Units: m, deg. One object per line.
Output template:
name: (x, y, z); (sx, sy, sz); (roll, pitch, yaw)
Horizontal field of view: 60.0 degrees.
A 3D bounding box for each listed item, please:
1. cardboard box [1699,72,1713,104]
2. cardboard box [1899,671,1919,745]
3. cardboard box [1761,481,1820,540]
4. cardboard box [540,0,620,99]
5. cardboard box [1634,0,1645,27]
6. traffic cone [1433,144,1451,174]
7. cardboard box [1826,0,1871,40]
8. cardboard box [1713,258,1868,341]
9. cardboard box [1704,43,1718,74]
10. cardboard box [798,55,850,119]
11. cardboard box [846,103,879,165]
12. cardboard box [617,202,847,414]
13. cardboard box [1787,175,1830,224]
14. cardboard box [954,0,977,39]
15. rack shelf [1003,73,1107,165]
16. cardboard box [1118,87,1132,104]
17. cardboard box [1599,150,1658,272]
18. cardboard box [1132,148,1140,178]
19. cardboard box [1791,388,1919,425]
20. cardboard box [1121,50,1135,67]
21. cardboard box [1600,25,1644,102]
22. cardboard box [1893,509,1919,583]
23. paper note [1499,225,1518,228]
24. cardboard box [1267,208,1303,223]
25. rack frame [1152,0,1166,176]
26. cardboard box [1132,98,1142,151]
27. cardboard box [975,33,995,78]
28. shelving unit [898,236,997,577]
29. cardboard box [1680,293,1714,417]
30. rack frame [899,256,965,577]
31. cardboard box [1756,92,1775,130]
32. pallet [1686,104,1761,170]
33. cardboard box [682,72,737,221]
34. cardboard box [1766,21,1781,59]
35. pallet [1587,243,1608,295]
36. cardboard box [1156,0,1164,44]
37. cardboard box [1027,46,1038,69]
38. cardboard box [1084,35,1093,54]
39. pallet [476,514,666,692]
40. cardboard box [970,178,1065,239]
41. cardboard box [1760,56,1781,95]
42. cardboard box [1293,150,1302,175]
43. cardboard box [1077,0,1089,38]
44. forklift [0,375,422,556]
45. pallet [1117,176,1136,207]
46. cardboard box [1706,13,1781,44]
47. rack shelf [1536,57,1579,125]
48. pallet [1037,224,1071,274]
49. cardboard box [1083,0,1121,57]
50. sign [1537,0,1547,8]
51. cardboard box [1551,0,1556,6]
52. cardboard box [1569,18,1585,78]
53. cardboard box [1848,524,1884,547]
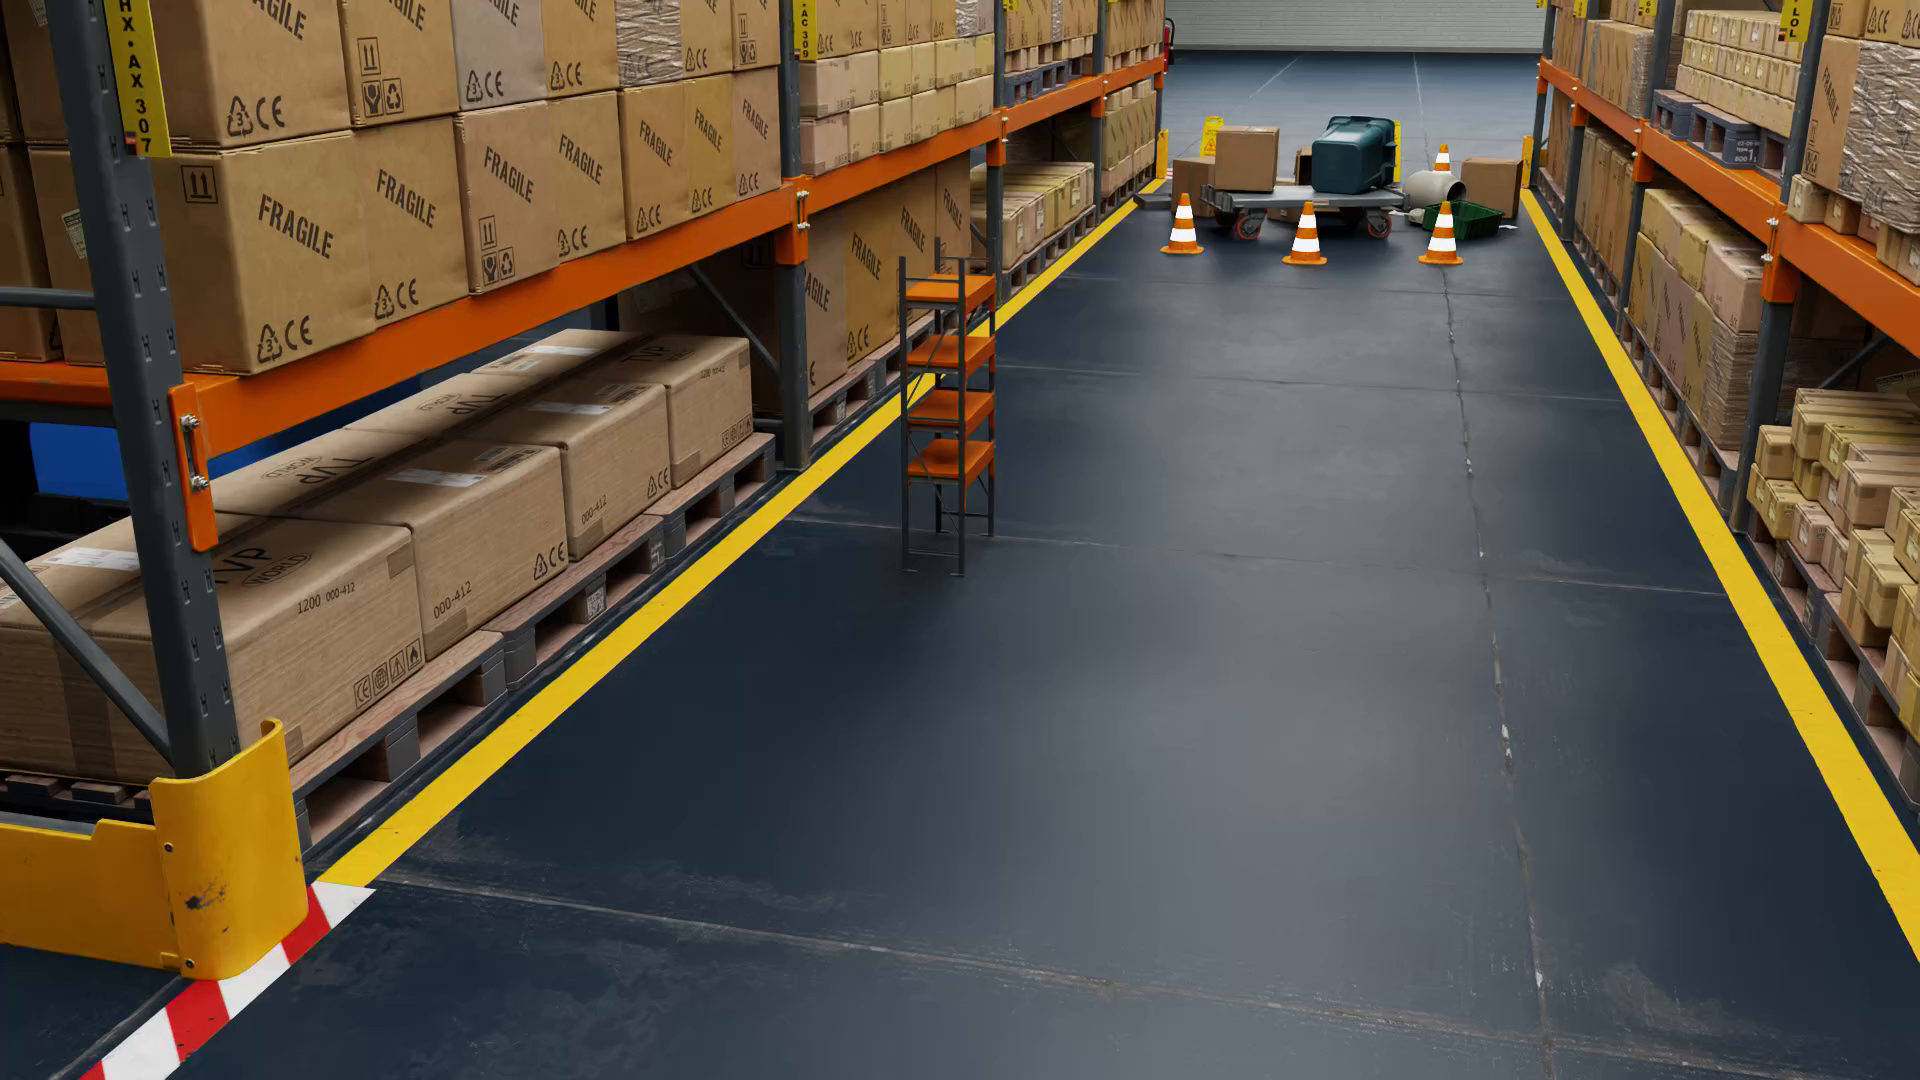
cardboard box: (4.113, -2.374, 8.736); (0.380, 0.149, 0.250); (6, 20, 16)
cardboard box: (2.747, 0.477, 4.412); (0.380, 0.149, 0.250); (4, 19, 11)
cardboard box: (3.170, -0.096, 6.088); (0.380, 0.149, 0.250); (5, 20, 15)
cardboard box: (-1.414, -1.653, 5.185); (0.500, 0.500, 0.500); (5, 19, 14)
cardboard box: (5.103, -3.812, 11.506); (0.700, 0.500, 0.500); (4, 19, 13)
traffic cone: (5.061, -3.924, 17.461); (0.336, 0.463, 0.334); (5, 19, 13)
cardboard box: (3.289, -1.957, 5.615); (0.500, 0.500, 0.500); (5, 20, 15)
cardboard box: (3.573, -1.042, 7.156); (0.500, 0.250, 0.500); (4, 19, 12)
cardboard box: (4.113, -2.509, 8.670); (0.380, 0.149, 0.250); (5, 19, 14)
cardboard box: (-0.808, -2.059, 7.533); (0.500, 0.250, 0.500); (4, 19, 12)
cardboard box: (-0.700, -1.986, 8.093); (0.500, 0.250, 0.500); (4, 19, 12)
cardboard box: (-1.115, -1.171, 8.113); (0.875, 0.875, 0.875); (5, 20, 15)
cardboard box: (3.249, -1.236, 6.055); (0.380, 0.149, 0.250); (5, 20, 15)
cardboard box: (-0.201, -3.207, 9.736); (0.500, 0.500, 0.500); (5, 19, 14)
rack shelf: (0.277, -3.318, 12.873); (1.077, 0.370, 4.000); (5, 19, 13)
cardboard box: (1.447, -4.288, 16.042); (0.380, 0.149, 0.250); (6, 20, 17)
cardboard box: (5.060, -2.264, 11.506); (1.050, 0.750, 0.750); (5, 19, 14)
cardboard box: (1.550, -3.835, 16.880); (0.500, 0.250, 0.500); (4, 19, 11)
cardboard box: (3.351, -0.458, 6.227); (0.380, 0.149, 0.250); (5, 20, 16)
cardboard box: (1.476, -4.640, 16.019); (0.380, 0.149, 0.250); (5, 19, 14)
cardboard box: (4.830, -3.355, 11.716); (0.500, 0.500, 0.500); (5, 19, 14)
cardboard box: (2.944, 0.030, 4.799); (0.380, 0.149, 0.250); (5, 19, 14)
paper note: (4.877, -2.803, 14.846); (0.147, 0.020, 0.142); (-9, 21, -24)
cardboard box: (3.046, -3.077, 15.285); (0.258, 0.266, 0.396); (-9, 21, -24)
rack frame: (1.743, -5.539, 18.262); (1.000, 3.000, 0.127); (5, 19, 13)
cardboard box: (1.546, -4.198, 16.781); (0.500, 0.500, 0.500); (4, 19, 12)
cardboard box: (-0.083, -3.025, 10.361); (0.500, 0.250, 0.500); (5, 19, 13)
shelving unit: (-0.040, -0.516, 6.342); (0.258, 1.200, 0.503); (5, 19, 13)
cardboard box: (3.698, -0.847, 7.743); (0.500, 0.500, 0.500); (4, 19, 12)
rack frame: (-0.100, -0.439, 6.118); (0.240, 1.200, 0.015); (5, 19, 13)
cardboard box: (3.728, -1.876, 7.278); (0.380, 0.149, 0.250); (4, 19, 11)
pallet: (4.169, -1.957, 8.074); (1.003, 0.211, 1.213); (5, 19, 13)
cardboard box: (-1.174, -1.497, 6.276); (0.500, 0.500, 0.500); (4, 19, 12)
cardboard box: (3.739, -2.168, 7.213); (0.380, 0.149, 0.250); (5, 19, 13)
pallet: (5.179, -1.975, 12.142); (1.003, 0.211, 1.213); (5, 19, 13)
cardboard box: (1.878, -5.535, 17.636); (0.500, 0.500, 0.500); (4, 19, 12)
cardboard box: (0.349, -3.451, 11.889); (0.380, 0.149, 0.250); (5, 19, 14)
cardboard box: (0.908, -4.182, 14.028); (0.380, 0.149, 0.250); (5, 19, 14)
pallet: (-1.746, 0.158, 5.899); (1.003, 0.211, 1.213); (5, 19, 13)
cardboard box: (0.300, -2.632, 13.168); (0.950, 0.372, 0.625); (5, 20, 15)
cardboard box: (3.731, -2.025, 7.255); (0.380, 0.149, 0.250); (4, 19, 12)
cardboard box: (3.769, -3.607, 16.469); (0.797, 0.503, 0.637); (-9, 21, -24)
cardboard box: (0.756, -4.353, 13.527); (0.500, 0.500, 0.500); (5, 19, 14)
forklift: (-3.753, -1.469, 6.454); (3.031, 2.935, 1.130); (5, 20, 15)
pallet: (1.192, -3.562, 16.790); (1.003, 0.211, 1.213); (5, 19, 13)
cardboard box: (4.120, -2.660, 8.652); (0.380, 0.149, 0.250); (4, 19, 11)
rack shelf: (6.079, -4.212, 15.491); (1.077, 0.370, 4.000); (5, 19, 13)
pallet: (0.281, -2.338, 13.205); (1.003, 0.211, 1.213); (5, 19, 13)
cardboard box: (1.144, -4.589, 14.867); (0.500, 0.500, 0.500); (5, 19, 13)
sign: (6.031, -5.672, 17.192); (0.100, 0.325, 0.005); (5, 19, 13)
cardboard box: (6.440, -5.648, 16.680); (0.875, 0.550, 0.550); (5, 19, 13)
cardboard box: (5.782, -4.287, 14.367); (0.875, 0.550, 0.550); (5, 19, 13)
cardboard box: (3.079, 0.014, 5.306); (0.380, 0.149, 0.250); (6, 20, 16)
